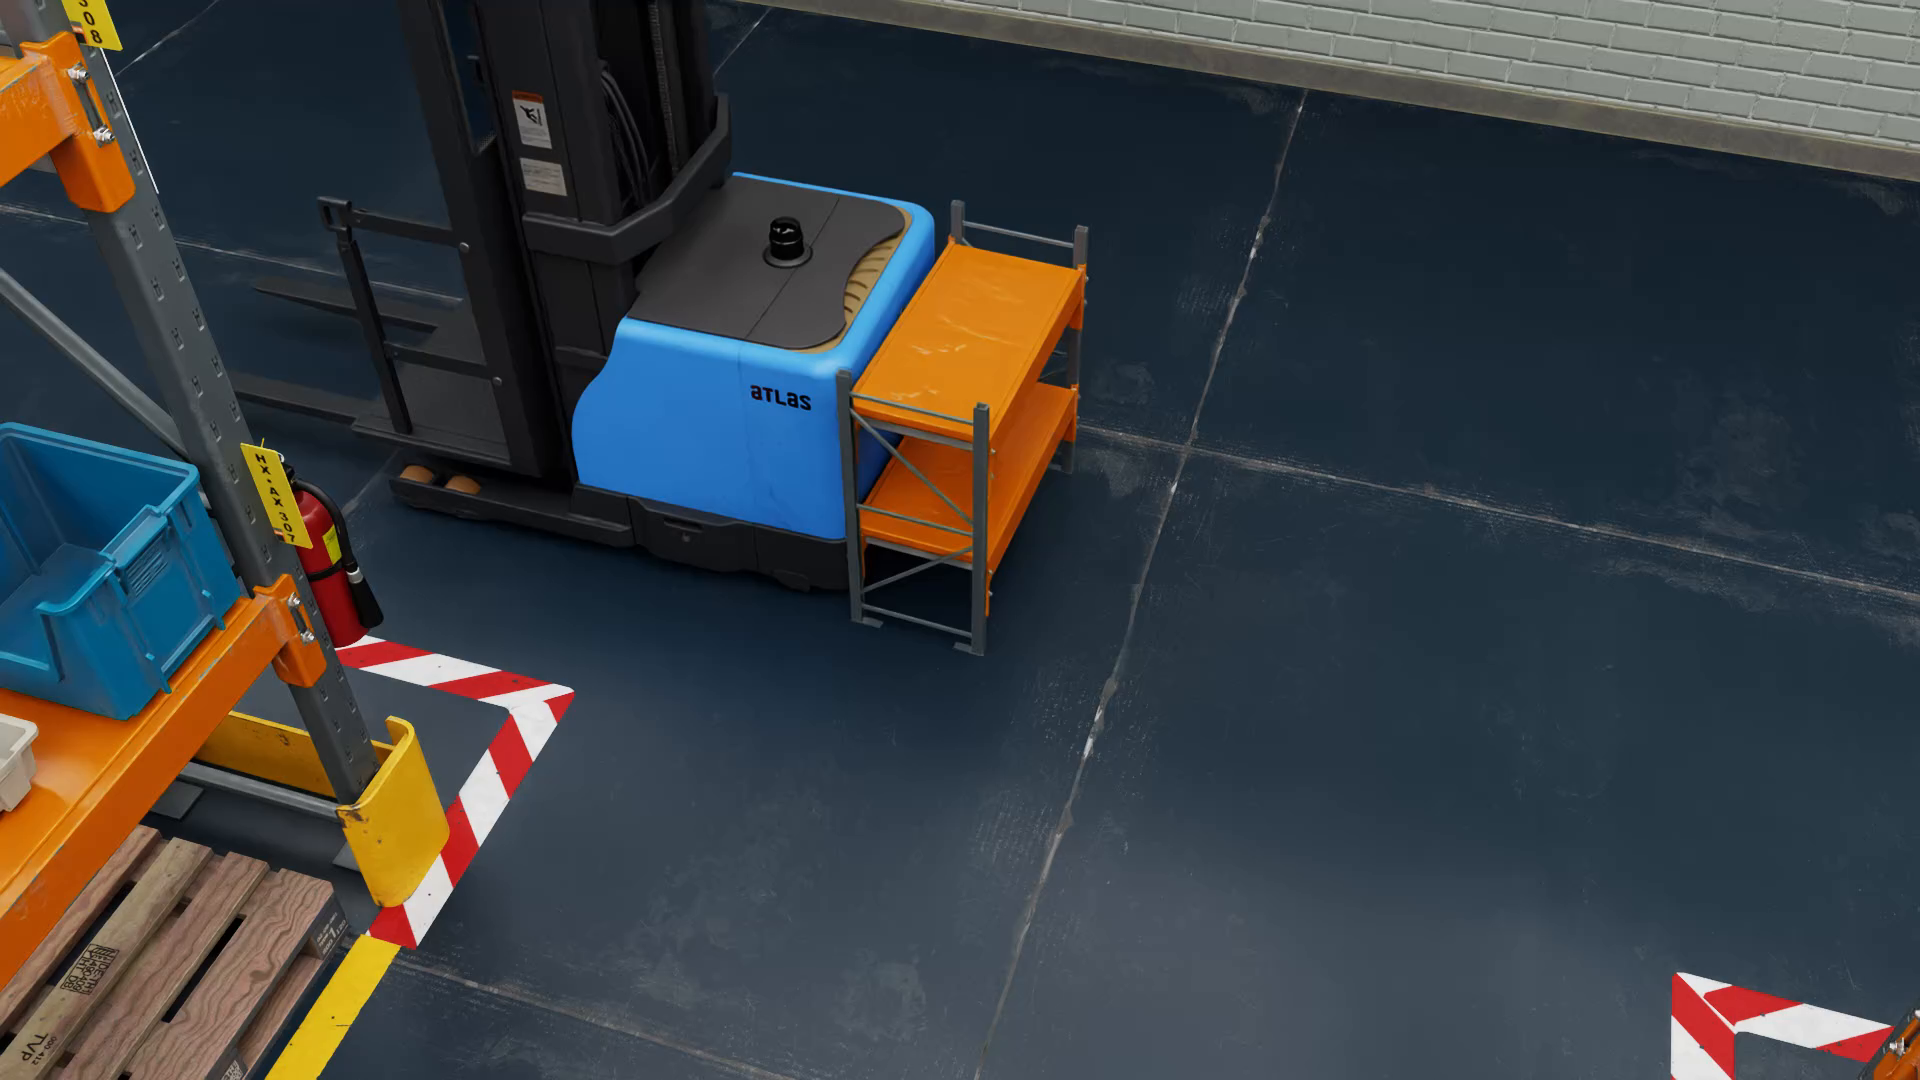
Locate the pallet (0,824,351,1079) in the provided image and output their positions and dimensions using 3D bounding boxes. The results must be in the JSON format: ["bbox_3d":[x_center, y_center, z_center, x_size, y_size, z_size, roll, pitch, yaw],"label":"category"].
[{"bbox_3d":[-2.497,1.386,4.683,1.003,0.211,1.213,13,46,13],"label":"pallet"}]

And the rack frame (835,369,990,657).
[{"bbox_3d":[-0.148,-0.062,5.509,0.500,1.125,0.032,15,46,14],"label":"rack frame"}]

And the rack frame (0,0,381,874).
[{"bbox_3d":[-2.211,-0.153,4.261,1.000,3.000,0.127,13,46,13],"label":"rack frame"}]

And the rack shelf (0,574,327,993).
[{"bbox_3d":[-2.816,1.438,3.151,1.077,0.370,4.000,13,46,13],"label":"rack shelf"}]

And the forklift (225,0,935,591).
[{"bbox_3d":[-1.651,-1.466,5.653,3.031,2.935,1.130,12,46,12],"label":"forklift"}]

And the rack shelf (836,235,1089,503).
[{"bbox_3d":[0.029,-0.605,5.645,0.538,0.278,1.000,15,46,14],"label":"rack shelf"}]

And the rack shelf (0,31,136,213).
[{"bbox_3d":[-2.816,0.366,2.101,1.077,0.370,4.000,13,46,13],"label":"rack shelf"}]

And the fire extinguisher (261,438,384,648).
[{"bbox_3d":[-1.732,0.004,4.423,0.296,0.674,0.183,13,46,13],"label":"fire extinguisher"}]

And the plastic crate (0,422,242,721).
[{"bbox_3d":[-2.134,0.076,3.959,0.616,0.435,0.499,13,46,13],"label":"plastic crate"}]

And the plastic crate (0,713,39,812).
[{"bbox_3d":[-2.285,0.502,3.738,0.396,0.136,0.243,13,46,13],"label":"plastic crate"}]

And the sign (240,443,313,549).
[{"bbox_3d":[-1.682,-0.105,4.096,0.100,0.325,0.005,13,46,13],"label":"sign"}]

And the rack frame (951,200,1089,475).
[{"bbox_3d":[0.207,-0.729,6.190,0.500,1.125,0.032,15,46,14],"label":"rack frame"}]

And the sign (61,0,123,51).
[{"bbox_3d":[-1.682,-1.082,3.141,0.100,0.325,0.005,13,46,13],"label":"sign"}]

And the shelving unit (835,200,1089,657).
[{"bbox_3d":[0.029,-0.396,5.850,0.538,1.125,1.048,15,46,14],"label":"shelving unit"}]

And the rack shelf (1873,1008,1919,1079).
[{"bbox_3d":[1.904,2.487,2.078,1.077,0.370,4.000,13,46,13],"label":"rack shelf"}]

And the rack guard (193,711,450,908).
[{"bbox_3d":[-2.216,0.722,5.155,1.175,0.500,0.348,13,46,13],"label":"rack guard"}]

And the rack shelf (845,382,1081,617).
[{"bbox_3d":[0.029,-0.221,6.021,0.538,0.278,1.000,15,46,14],"label":"rack shelf"}]

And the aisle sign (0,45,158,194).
[{"bbox_3d":[-1.910,-1.068,3.338,0.394,0.787,0.004,13,46,13],"label":"aisle sign"}]
